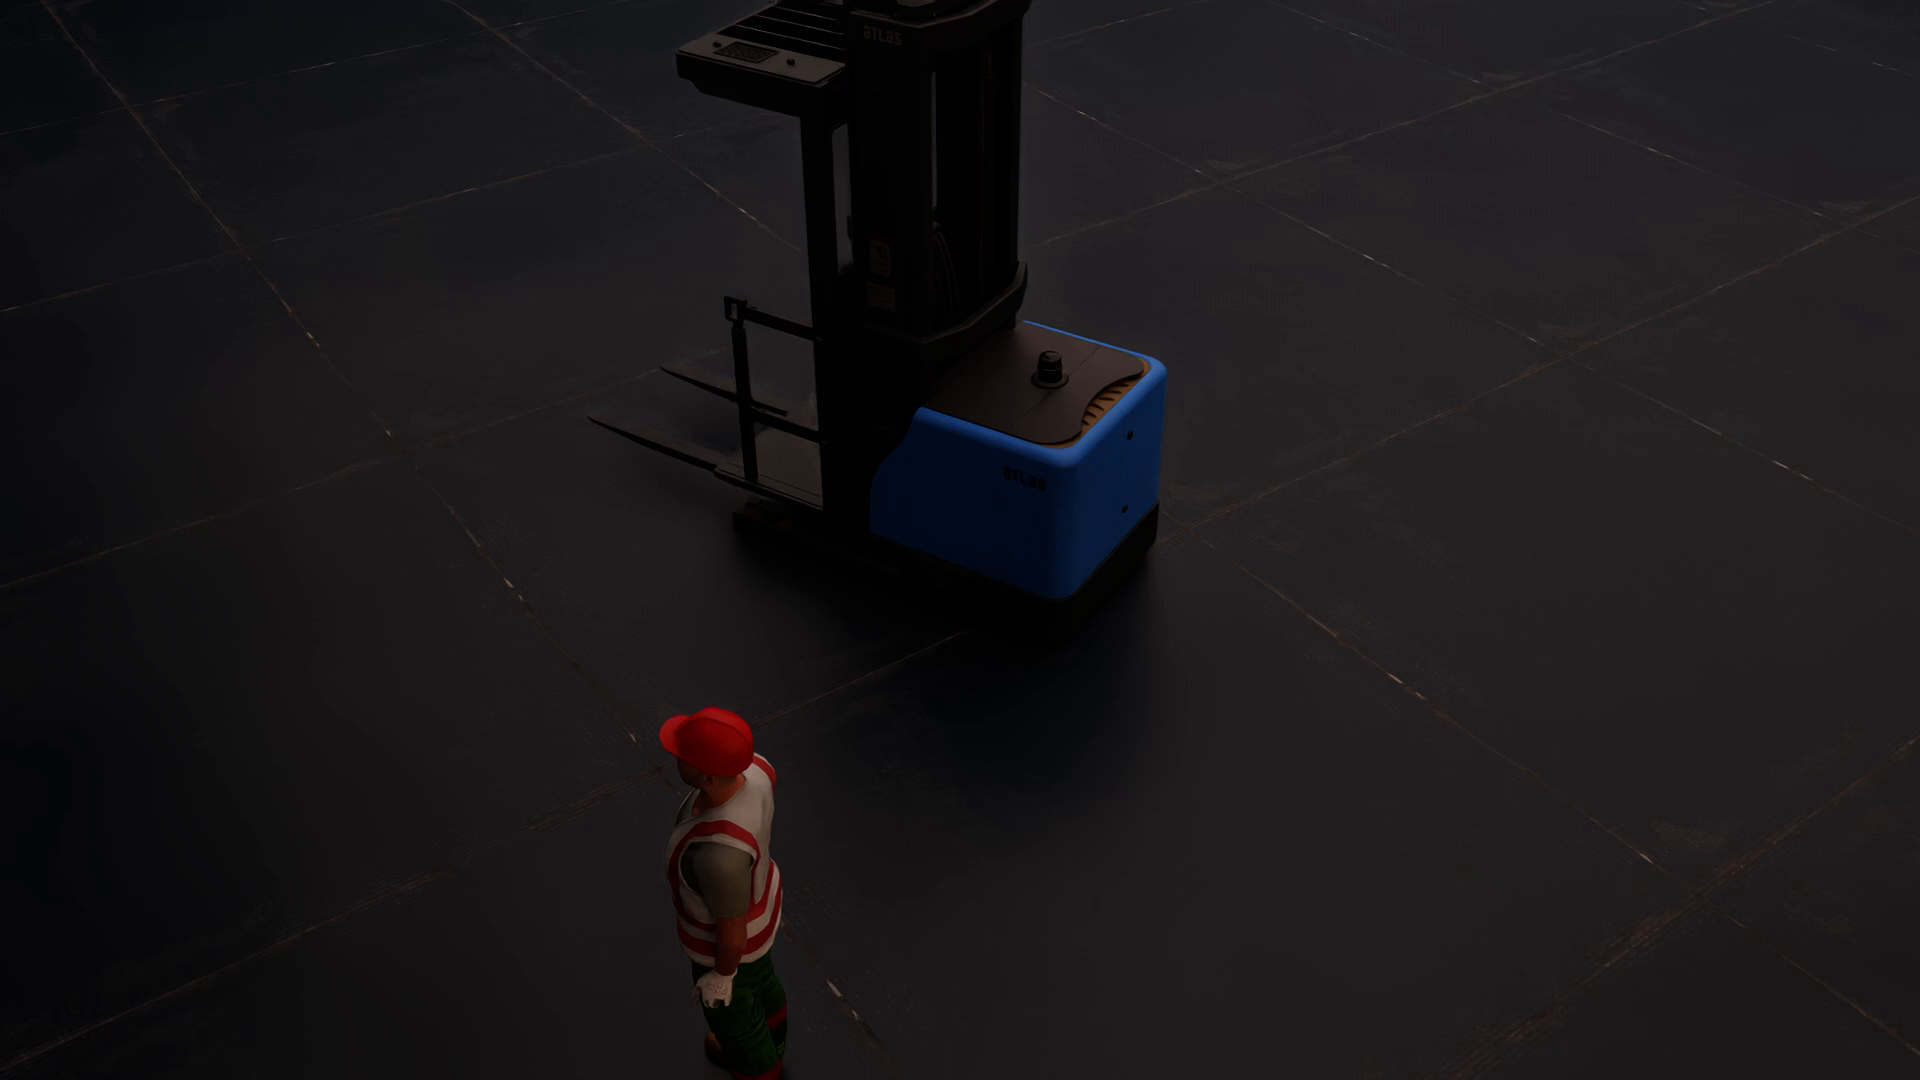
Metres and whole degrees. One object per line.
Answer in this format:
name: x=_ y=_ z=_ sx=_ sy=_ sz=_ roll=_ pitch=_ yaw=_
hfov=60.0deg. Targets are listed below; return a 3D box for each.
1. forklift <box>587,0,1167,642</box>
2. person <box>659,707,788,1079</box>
forklift: x=-0.546 y=-1.364 z=7.790 sx=3.031 sy=2.935 sz=1.130 roll=20 pitch=41 yaw=25
person: x=-0.743 y=1.217 z=5.259 sx=0.362 sy=1.796 sz=0.528 roll=2 pitch=37 yaw=2
